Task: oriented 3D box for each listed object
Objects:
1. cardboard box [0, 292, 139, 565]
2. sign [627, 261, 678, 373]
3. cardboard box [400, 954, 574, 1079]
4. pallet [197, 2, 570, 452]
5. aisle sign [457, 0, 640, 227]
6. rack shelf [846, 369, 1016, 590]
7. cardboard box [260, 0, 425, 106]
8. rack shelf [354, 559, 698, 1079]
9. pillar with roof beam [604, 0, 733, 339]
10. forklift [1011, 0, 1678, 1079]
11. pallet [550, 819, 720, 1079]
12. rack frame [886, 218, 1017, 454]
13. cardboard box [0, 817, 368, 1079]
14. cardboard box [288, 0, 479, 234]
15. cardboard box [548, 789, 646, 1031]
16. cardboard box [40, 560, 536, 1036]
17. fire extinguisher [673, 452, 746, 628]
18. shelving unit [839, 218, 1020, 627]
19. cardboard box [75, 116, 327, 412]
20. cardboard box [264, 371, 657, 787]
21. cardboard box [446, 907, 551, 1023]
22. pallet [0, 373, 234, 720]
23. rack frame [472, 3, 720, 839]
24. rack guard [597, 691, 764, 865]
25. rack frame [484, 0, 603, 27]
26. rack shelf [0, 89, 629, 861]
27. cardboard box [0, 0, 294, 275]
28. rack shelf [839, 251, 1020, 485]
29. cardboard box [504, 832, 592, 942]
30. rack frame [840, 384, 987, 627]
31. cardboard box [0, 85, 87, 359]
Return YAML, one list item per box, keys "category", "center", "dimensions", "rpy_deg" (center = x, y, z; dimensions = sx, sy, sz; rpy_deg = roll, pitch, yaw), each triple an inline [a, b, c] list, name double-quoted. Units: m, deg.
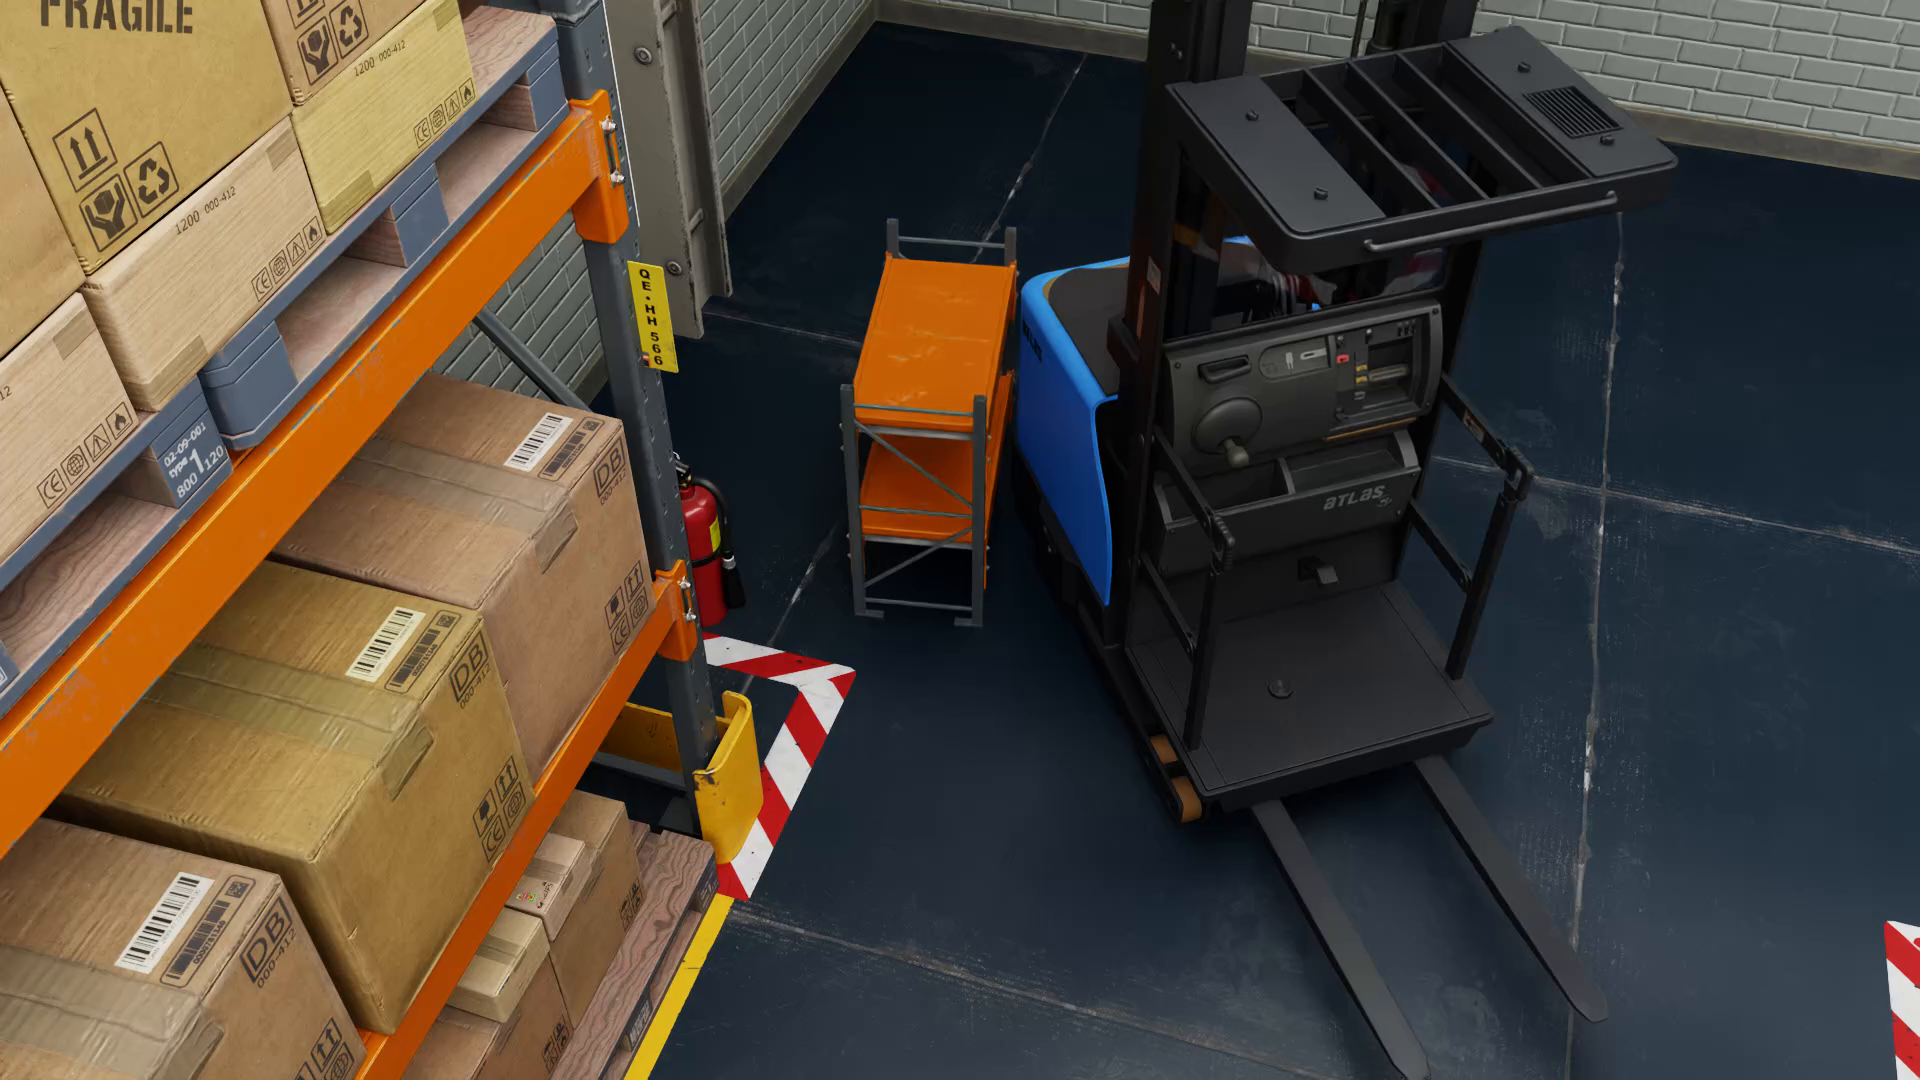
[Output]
- category: "cardboard box"
  center: [-1.565, -0.148, 2.348]
  dimensions: [0.500, 0.250, 0.500]
  rpy_deg: [11, 45, 11]
- category: "sign"
  center: [-0.773, -0.558, 4.178]
  dimensions: [0.100, 0.325, 0.005]
  rpy_deg: [13, 46, 13]
- category: "cardboard box"
  center: [-1.554, 1.381, 4.681]
  dimensions: [0.700, 0.500, 0.500]
  rpy_deg: [12, 46, 12]
- category: "pallet"
  center: [-1.501, -0.727, 3.267]
  dimensions: [1.003, 0.211, 1.213]
  rpy_deg: [13, 46, 13]
- category: "aisle sign"
  center: [-0.979, -1.097, 3.868]
  dimensions: [0.394, 0.787, 0.004]
  rpy_deg: [13, 46, 13]
- category: "rack shelf"
  center: [-0.096, -0.278, 6.579]
  dimensions: [0.538, 0.278, 1.000]
  rpy_deg: [5, 45, 5]
- category: "cardboard box"
  center: [-1.248, -1.110, 2.794]
  dimensions: [0.500, 0.500, 0.500]
  rpy_deg: [12, 46, 12]
- category: "rack shelf"
  center: [-1.892, 1.407, 3.682]
  dimensions: [1.077, 0.370, 4.000]
  rpy_deg: [13, 46, 13]
- category: "pillar with roof beam"
  center: [2.810, -3.399, 3.789]
  dimensions: [9.100, 9.000, 0.400]
  rpy_deg: [13, 46, 13]
- category: "forklift"
  center: [1.155, -0.393, 5.056]
  dimensions: [1.130, 2.935, 3.031]
  rpy_deg: [-13, 46, -13]
- category: "pallet"
  center: [-1.454, 1.363, 5.206]
  dimensions: [1.003, 0.211, 1.213]
  rpy_deg: [13, 46, 13]
- category: "rack frame"
  center: [-0.033, -0.805, 6.769]
  dimensions: [0.500, 1.125, 0.032]
  rpy_deg: [5, 45, 5]
- category: "cardboard box"
  center: [-1.880, 1.045, 3.323]
  dimensions: [0.980, 0.700, 0.700]
  rpy_deg: [10, 45, 11]
- category: "cardboard box"
  center: [-1.255, -0.843, 3.058]
  dimensions: [0.500, 0.250, 0.500]
  rpy_deg: [14, 46, 14]
- category: "cardboard box"
  center: [-1.403, 1.048, 5.022]
  dimensions: [0.700, 0.500, 0.500]
  rpy_deg: [13, 46, 13]
- category: "cardboard box"
  center: [-1.641, 0.539, 3.840]
  dimensions: [0.980, 0.700, 0.700]
  rpy_deg: [12, 46, 12]
- category: "fire extinguisher"
  center: [-0.801, -0.025, 4.953]
  dimensions: [0.296, 0.674, 0.183]
  rpy_deg: [13, 46, 13]
- category: "shelving unit"
  center: [-0.096, -0.453, 6.408]
  dimensions: [0.538, 1.125, 1.048]
  rpy_deg: [5, 45, 5]
- category: "cardboard box"
  center: [-1.412, -0.496, 2.703]
  dimensions: [0.500, 0.250, 0.500]
  rpy_deg: [11, 45, 11]
- category: "cardboard box"
  center: [-1.431, 0.051, 4.338]
  dimensions: [0.980, 0.700, 0.700]
  rpy_deg: [14, 46, 14]
- category: "cardboard box"
  center: [-1.345, 1.111, 4.494]
  dimensions: [0.380, 0.149, 0.250]
  rpy_deg: [14, 46, 14]
- category: "pallet"
  center: [-1.869, 0.089, 2.433]
  dimensions: [1.003, 0.211, 1.213]
  rpy_deg: [13, 46, 13]
- category: "rack frame"
  center: [-1.286, -0.183, 4.793]
  dimensions: [1.000, 3.000, 0.127]
  rpy_deg: [13, 46, 13]
- category: "rack guard"
  center: [-1.279, 0.694, 5.683]
  dimensions: [1.175, 0.500, 0.348]
  rpy_deg: [13, 46, 13]
- category: "rack frame"
  center: [-1.286, -2.328, 2.695]
  dimensions: [1.000, 3.000, 0.127]
  rpy_deg: [13, 46, 13]
- category: "rack shelf"
  center: [-1.892, 0.335, 2.633]
  dimensions: [1.077, 0.370, 4.000]
  rpy_deg: [13, 46, 13]
- category: "cardboard box"
  center: [-1.410, -0.779, 2.456]
  dimensions: [0.500, 0.500, 0.500]
  rpy_deg: [14, 46, 14]
- category: "rack shelf"
  center: [-0.096, -0.662, 6.203]
  dimensions: [0.538, 0.278, 1.000]
  rpy_deg: [5, 45, 5]
- category: "cardboard box"
  center: [-1.268, 0.940, 4.668]
  dimensions: [0.380, 0.149, 0.250]
  rpy_deg: [12, 46, 12]
- category: "rack frame"
  center: [-0.159, -0.100, 6.048]
  dimensions: [0.500, 1.125, 0.032]
  rpy_deg: [5, 45, 5]
- category: "cardboard box"
  center: [-1.560, -0.429, 2.099]
  dimensions: [0.500, 0.500, 0.500]
  rpy_deg: [11, 45, 11]
